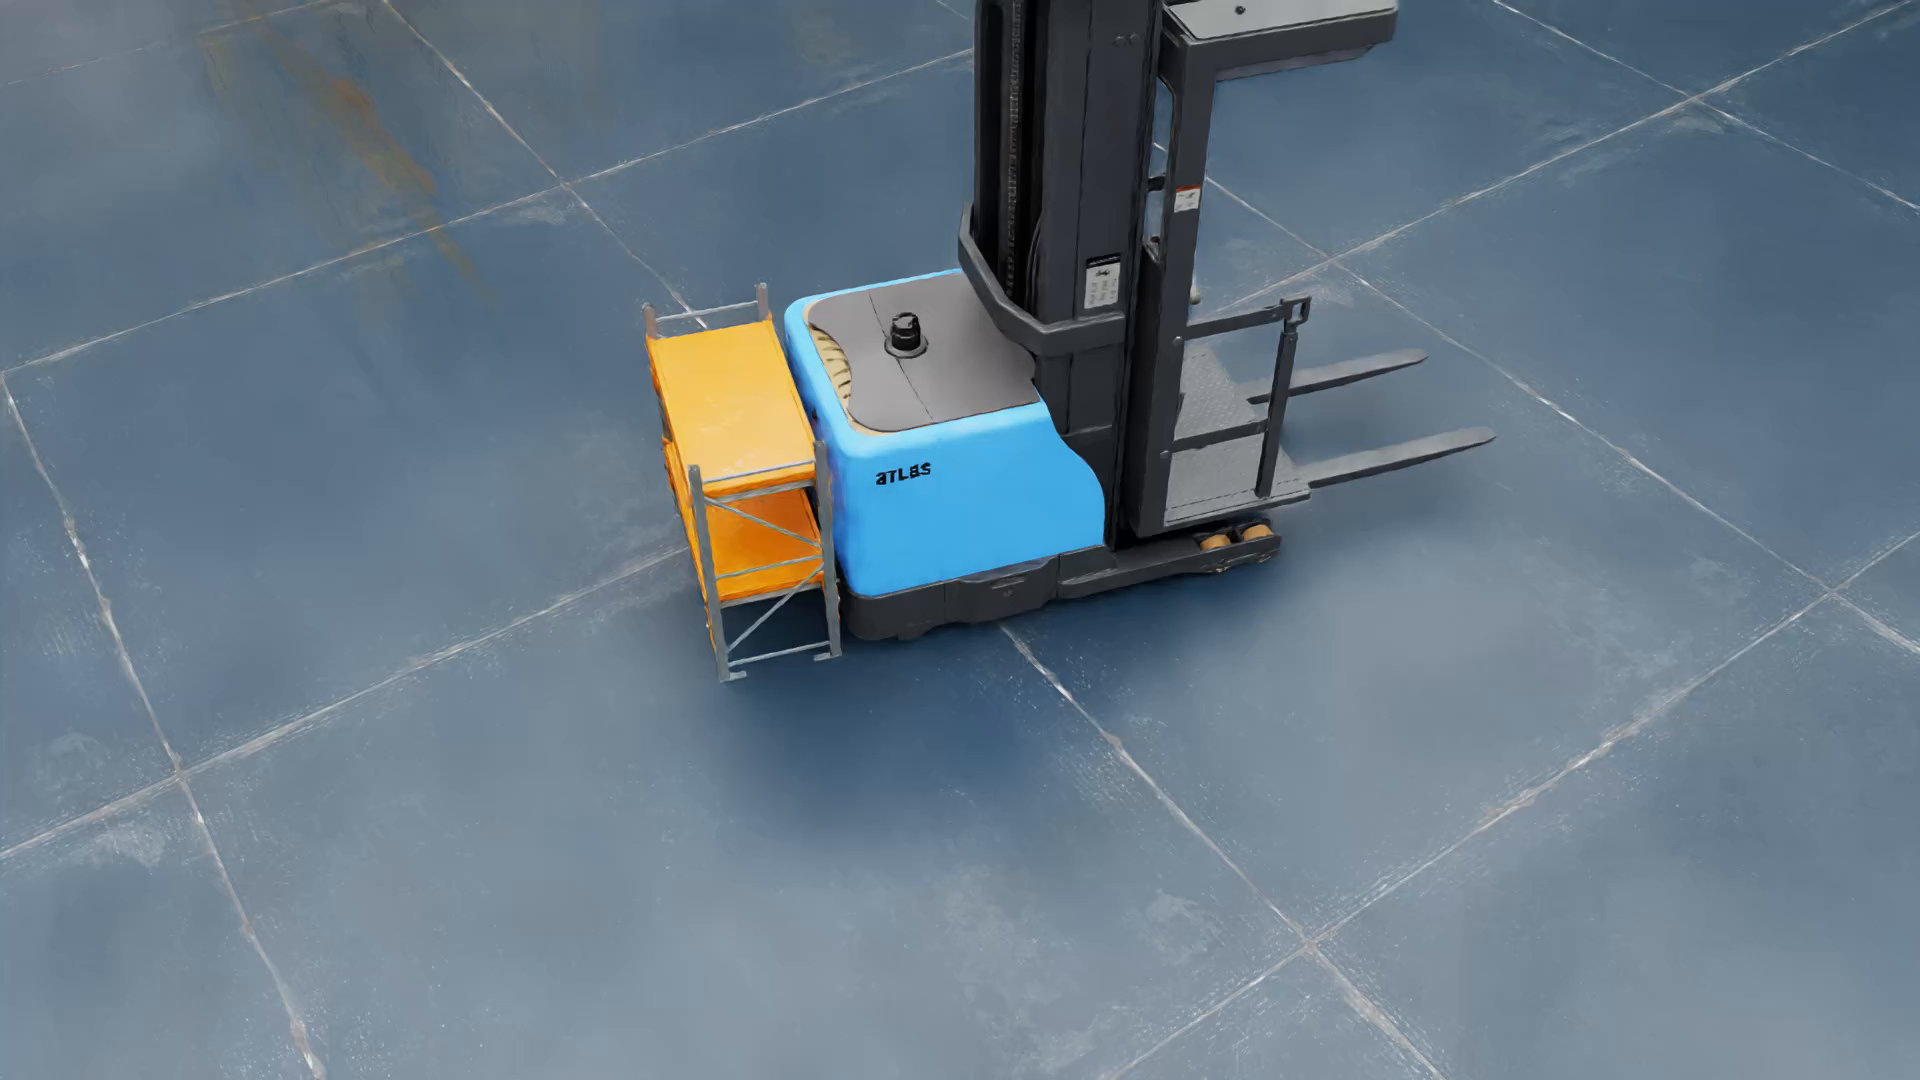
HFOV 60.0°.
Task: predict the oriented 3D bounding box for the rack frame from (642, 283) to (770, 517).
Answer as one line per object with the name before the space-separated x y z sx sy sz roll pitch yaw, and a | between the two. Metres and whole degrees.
rack frame | -1.018 -0.569 7.022 0.500 1.125 0.032 -12 45 -12

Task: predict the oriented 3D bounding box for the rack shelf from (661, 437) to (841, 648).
rack shelf | -0.871 -0.056 6.839 0.538 0.278 1.000 -12 45 -12

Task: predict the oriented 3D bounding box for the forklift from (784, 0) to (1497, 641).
forklift | 0.852 -1.254 6.432 3.031 2.935 1.130 -13 45 -13

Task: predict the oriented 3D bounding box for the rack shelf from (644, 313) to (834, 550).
rack shelf | -0.871 -0.444 6.468 0.538 0.278 1.000 -12 45 -12

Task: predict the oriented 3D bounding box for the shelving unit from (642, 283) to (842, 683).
shelving unit | -0.871 -0.233 6.670 0.538 1.125 1.048 -12 45 -12

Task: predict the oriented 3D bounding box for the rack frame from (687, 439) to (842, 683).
rack frame | -0.724 0.103 6.318 0.500 1.125 0.032 -12 45 -12
